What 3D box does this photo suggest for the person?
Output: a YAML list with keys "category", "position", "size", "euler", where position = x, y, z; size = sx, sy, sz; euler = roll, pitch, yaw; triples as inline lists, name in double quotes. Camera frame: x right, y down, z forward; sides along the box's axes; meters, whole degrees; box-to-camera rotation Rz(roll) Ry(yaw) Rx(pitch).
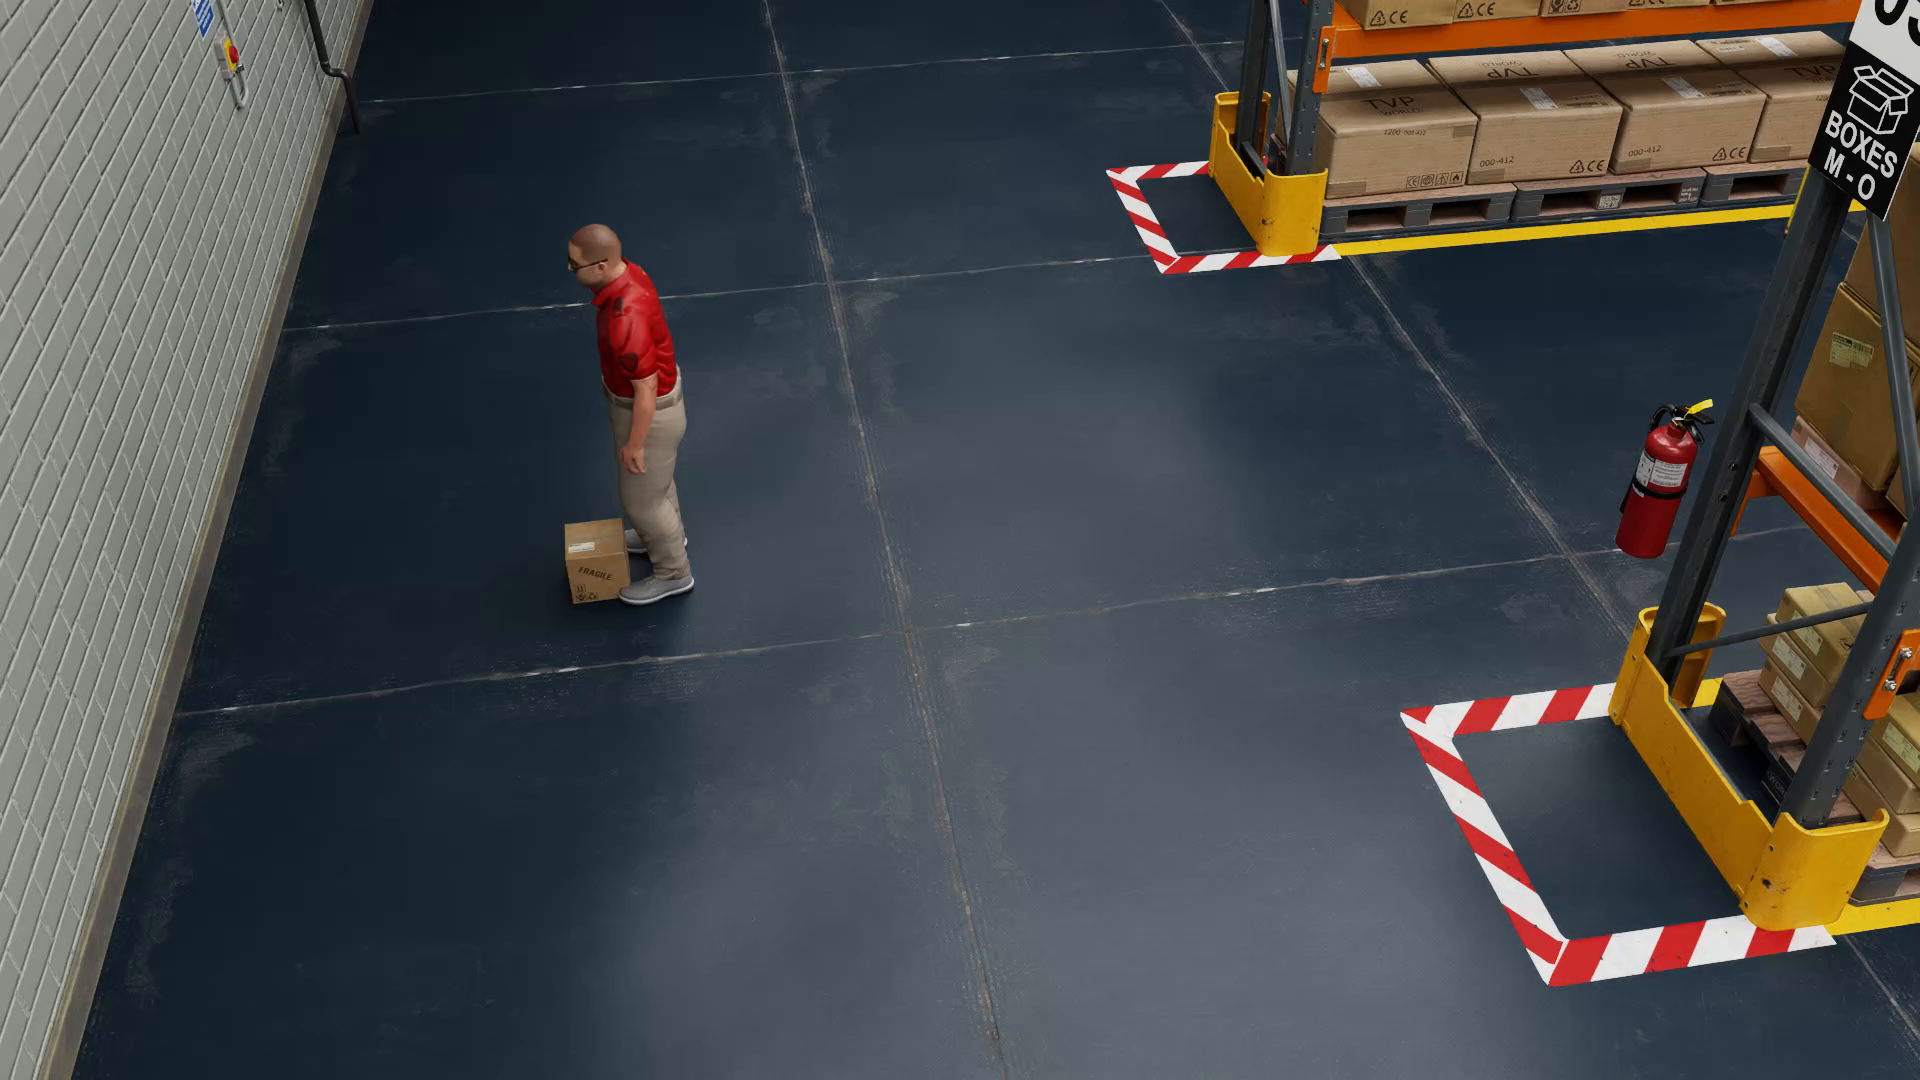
- category: "person"
  position: [-1.324, -0.526, 6.828]
  size: [0.388, 1.726, 0.590]
  euler: [-7, 39, -8]
